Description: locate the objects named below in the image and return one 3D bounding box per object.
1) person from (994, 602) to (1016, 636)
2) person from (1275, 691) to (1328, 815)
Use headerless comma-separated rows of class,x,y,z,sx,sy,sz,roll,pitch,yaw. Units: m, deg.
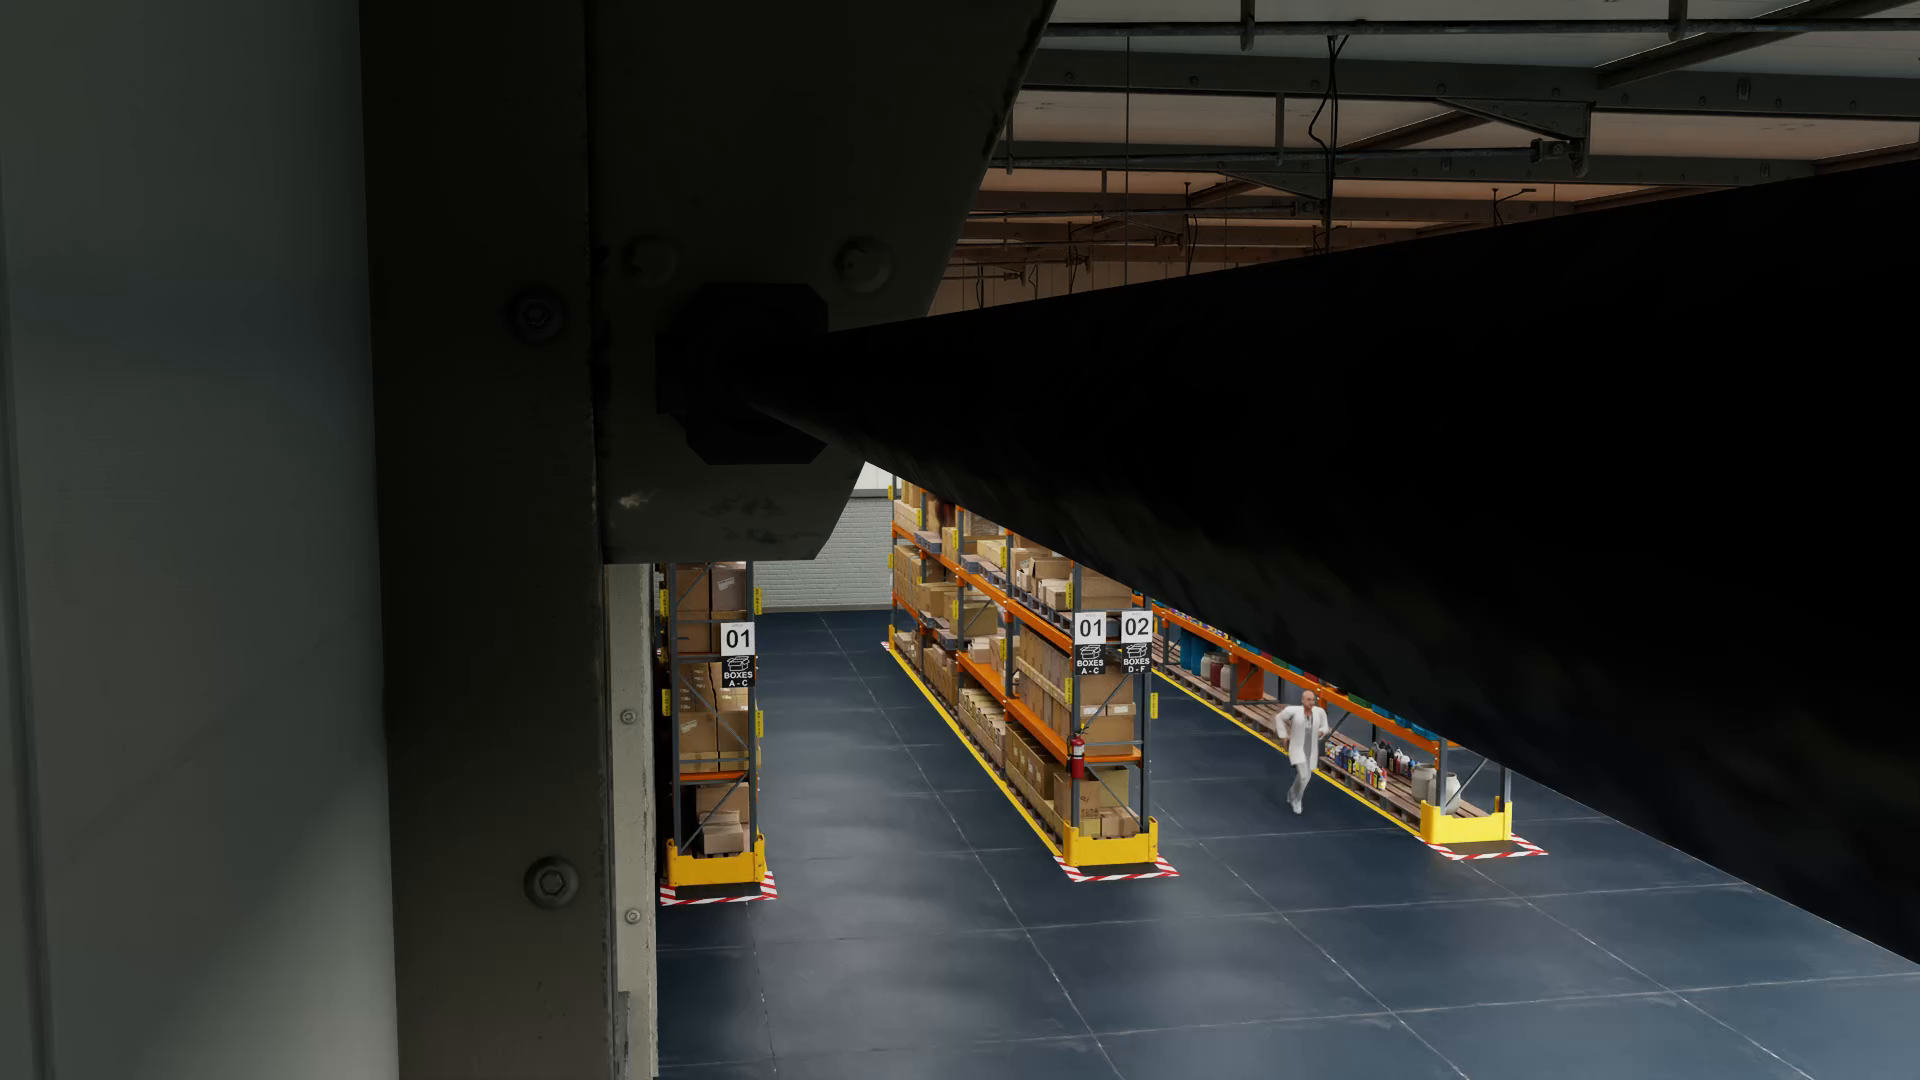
person,0.954,1.535,36.313,0.702,1.747,0.930,-3,7,-23
person,4.793,3.004,23.207,0.664,1.687,0.851,-2,6,-15
